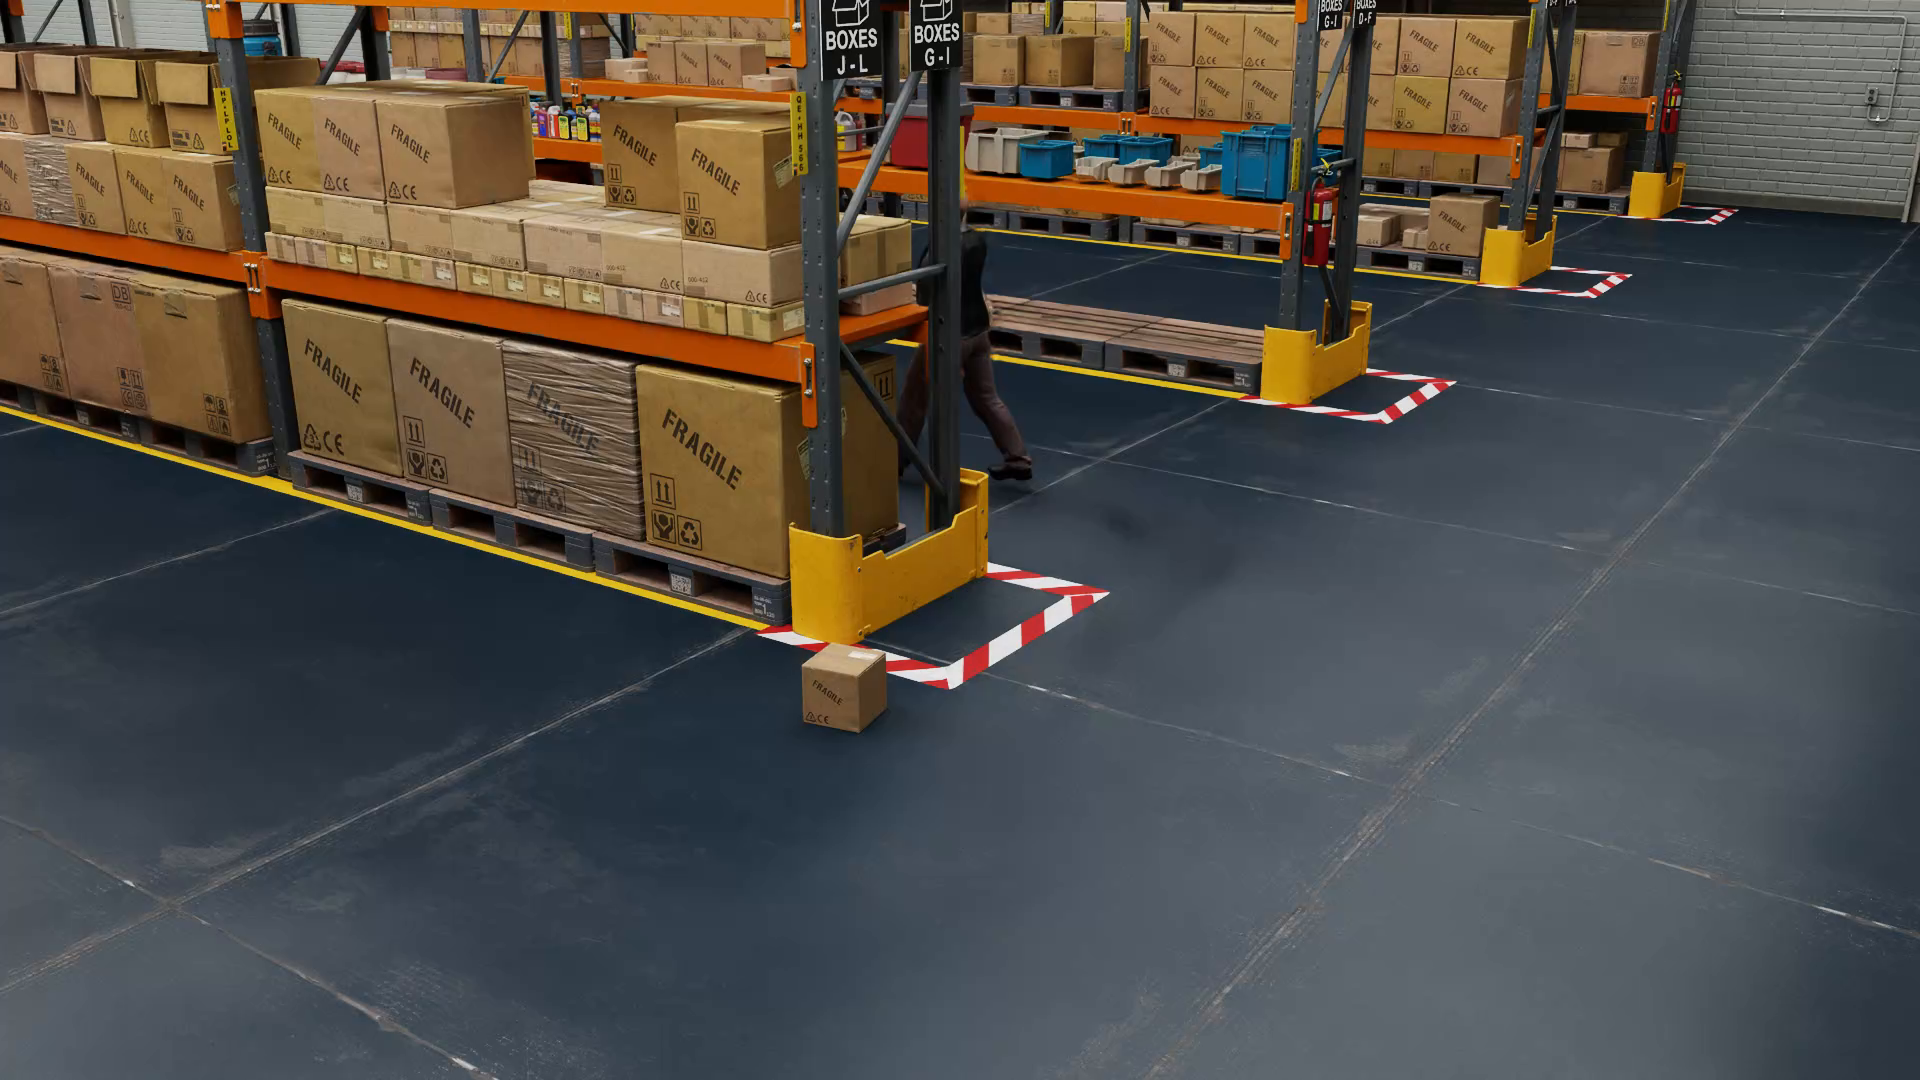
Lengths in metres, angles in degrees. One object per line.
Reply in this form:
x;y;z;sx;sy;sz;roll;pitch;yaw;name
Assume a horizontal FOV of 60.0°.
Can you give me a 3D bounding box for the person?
-0.080;-1.146;9.295;1.046;1.666;0.574;12;23;30;person
